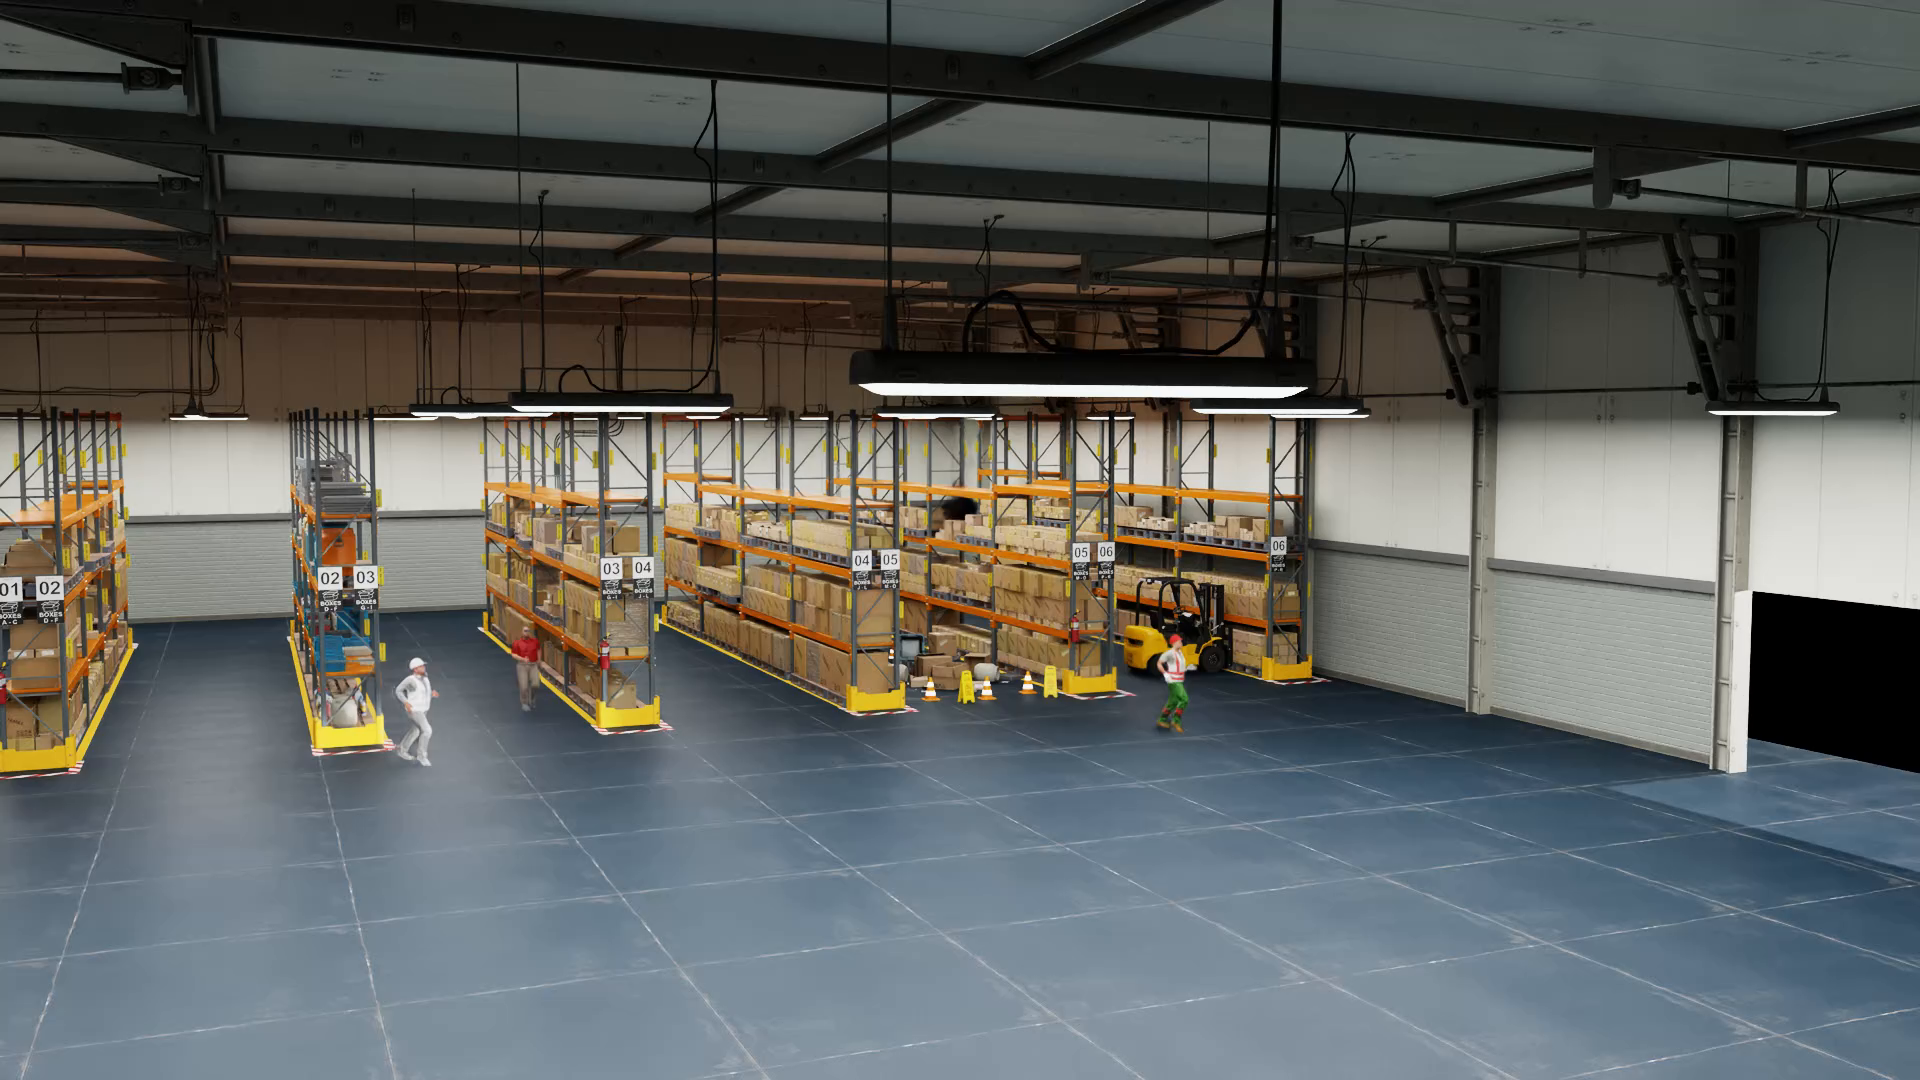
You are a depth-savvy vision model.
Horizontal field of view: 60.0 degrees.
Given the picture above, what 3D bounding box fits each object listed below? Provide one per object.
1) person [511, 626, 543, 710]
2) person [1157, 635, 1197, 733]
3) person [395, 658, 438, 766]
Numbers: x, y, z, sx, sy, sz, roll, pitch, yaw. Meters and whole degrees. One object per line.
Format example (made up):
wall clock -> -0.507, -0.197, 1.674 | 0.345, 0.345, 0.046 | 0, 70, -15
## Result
person -> -8.585, 2.560, 33.082 | 0.651, 1.682, 0.607 | -2, 5, -28
person -> 4.017, 2.673, 30.908 | 0.754, 1.830, 0.632 | 2, 5, 28
person -> -9.141, 2.890, 27.958 | 0.772, 1.835, 0.643 | 1, 4, 11
